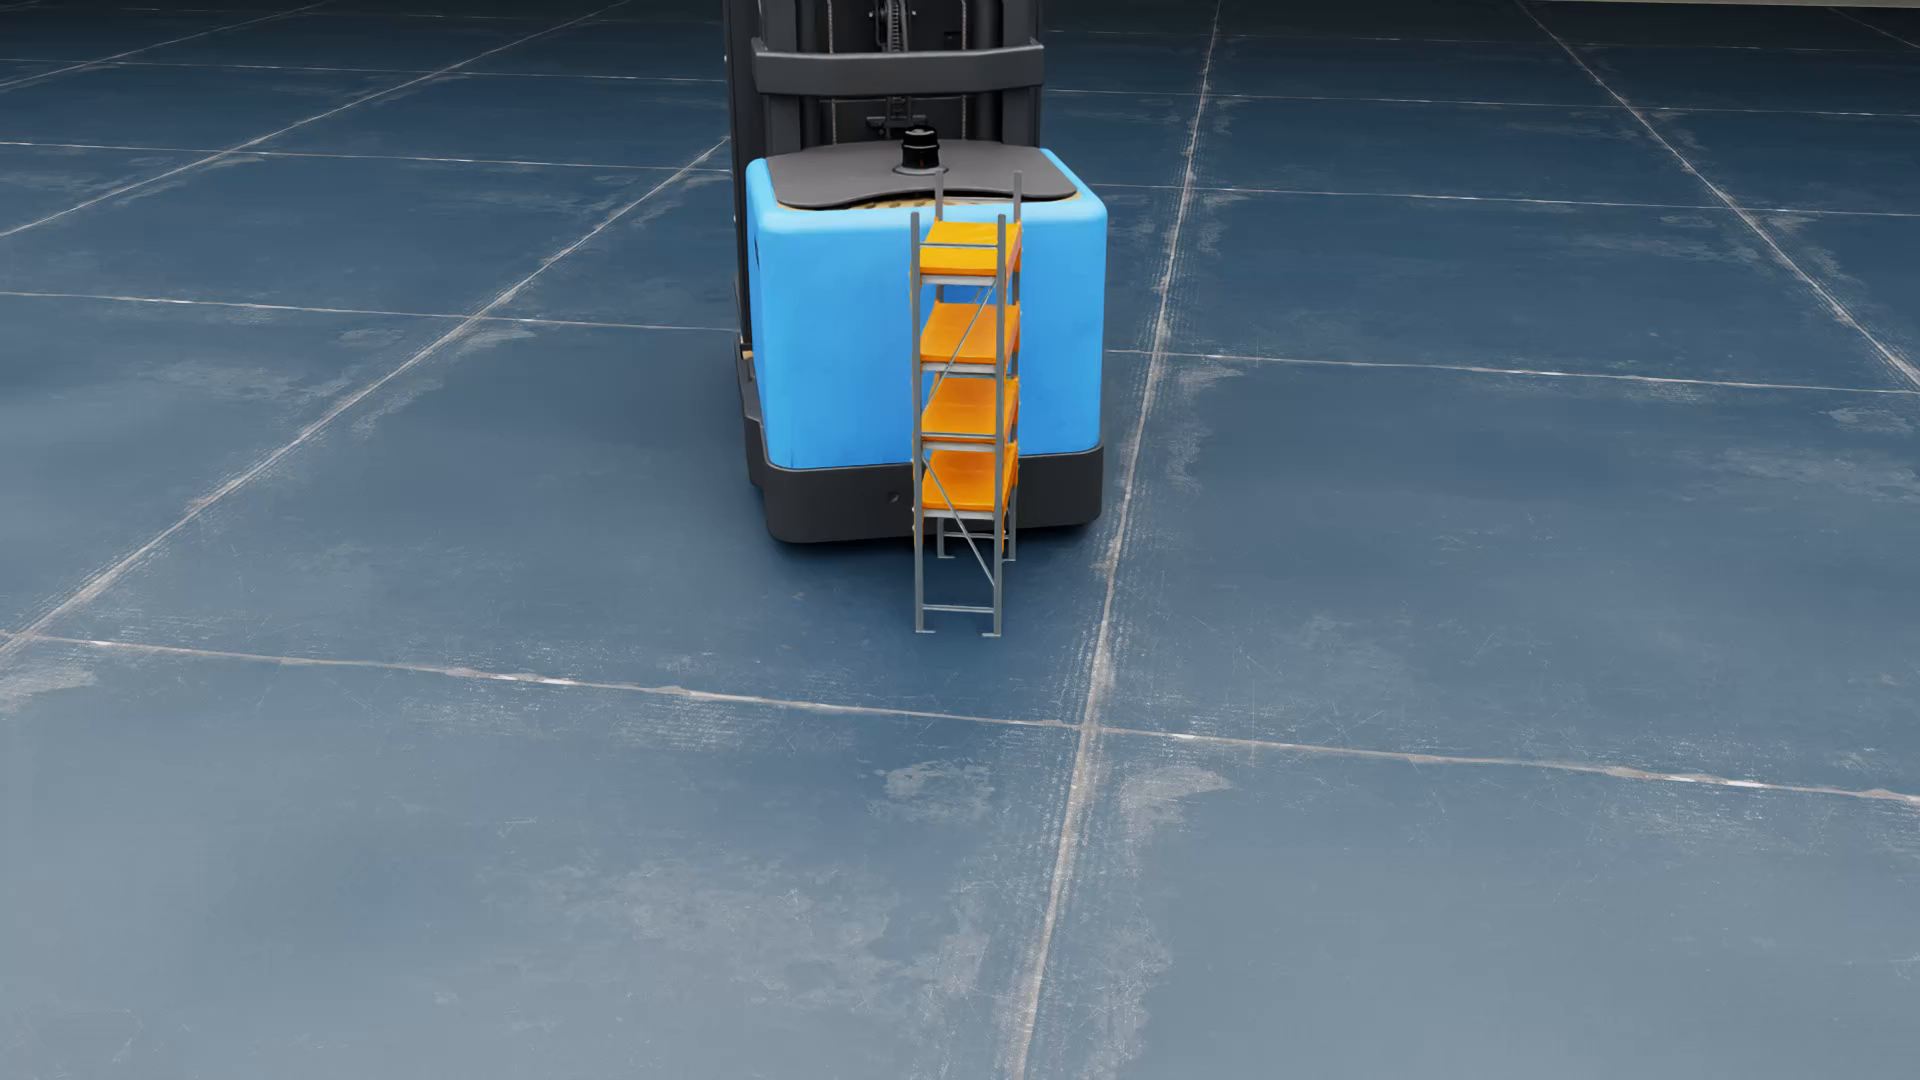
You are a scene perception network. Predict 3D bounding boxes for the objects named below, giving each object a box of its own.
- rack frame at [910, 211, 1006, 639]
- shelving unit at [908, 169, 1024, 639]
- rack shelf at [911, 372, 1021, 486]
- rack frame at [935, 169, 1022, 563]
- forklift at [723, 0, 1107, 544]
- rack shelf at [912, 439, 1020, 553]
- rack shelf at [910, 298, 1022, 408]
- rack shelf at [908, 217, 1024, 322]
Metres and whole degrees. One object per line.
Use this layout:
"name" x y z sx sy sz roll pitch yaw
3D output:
"rack frame" -0.005 -0.276 4.424 0.240 1.200 0.015 3 25 6
"shelving unit" 0.023 -0.379 4.644 0.258 1.200 0.503 3 25 6
"rack shelf" 0.023 -0.318 4.673 0.258 0.148 0.480 3 25 6
"rack frame" 0.050 -0.482 4.864 0.240 1.200 0.015 3 25 6
"forklift" -0.300 -1.914 5.881 1.130 2.935 3.031 -4 25 -8
"rack shelf" 0.023 -0.138 4.757 0.258 0.148 0.480 3 25 6
"rack shelf" 0.023 -0.521 4.578 0.258 0.148 0.480 3 25 6
"rack shelf" 0.023 -0.735 4.477 0.258 0.148 0.480 3 25 6
